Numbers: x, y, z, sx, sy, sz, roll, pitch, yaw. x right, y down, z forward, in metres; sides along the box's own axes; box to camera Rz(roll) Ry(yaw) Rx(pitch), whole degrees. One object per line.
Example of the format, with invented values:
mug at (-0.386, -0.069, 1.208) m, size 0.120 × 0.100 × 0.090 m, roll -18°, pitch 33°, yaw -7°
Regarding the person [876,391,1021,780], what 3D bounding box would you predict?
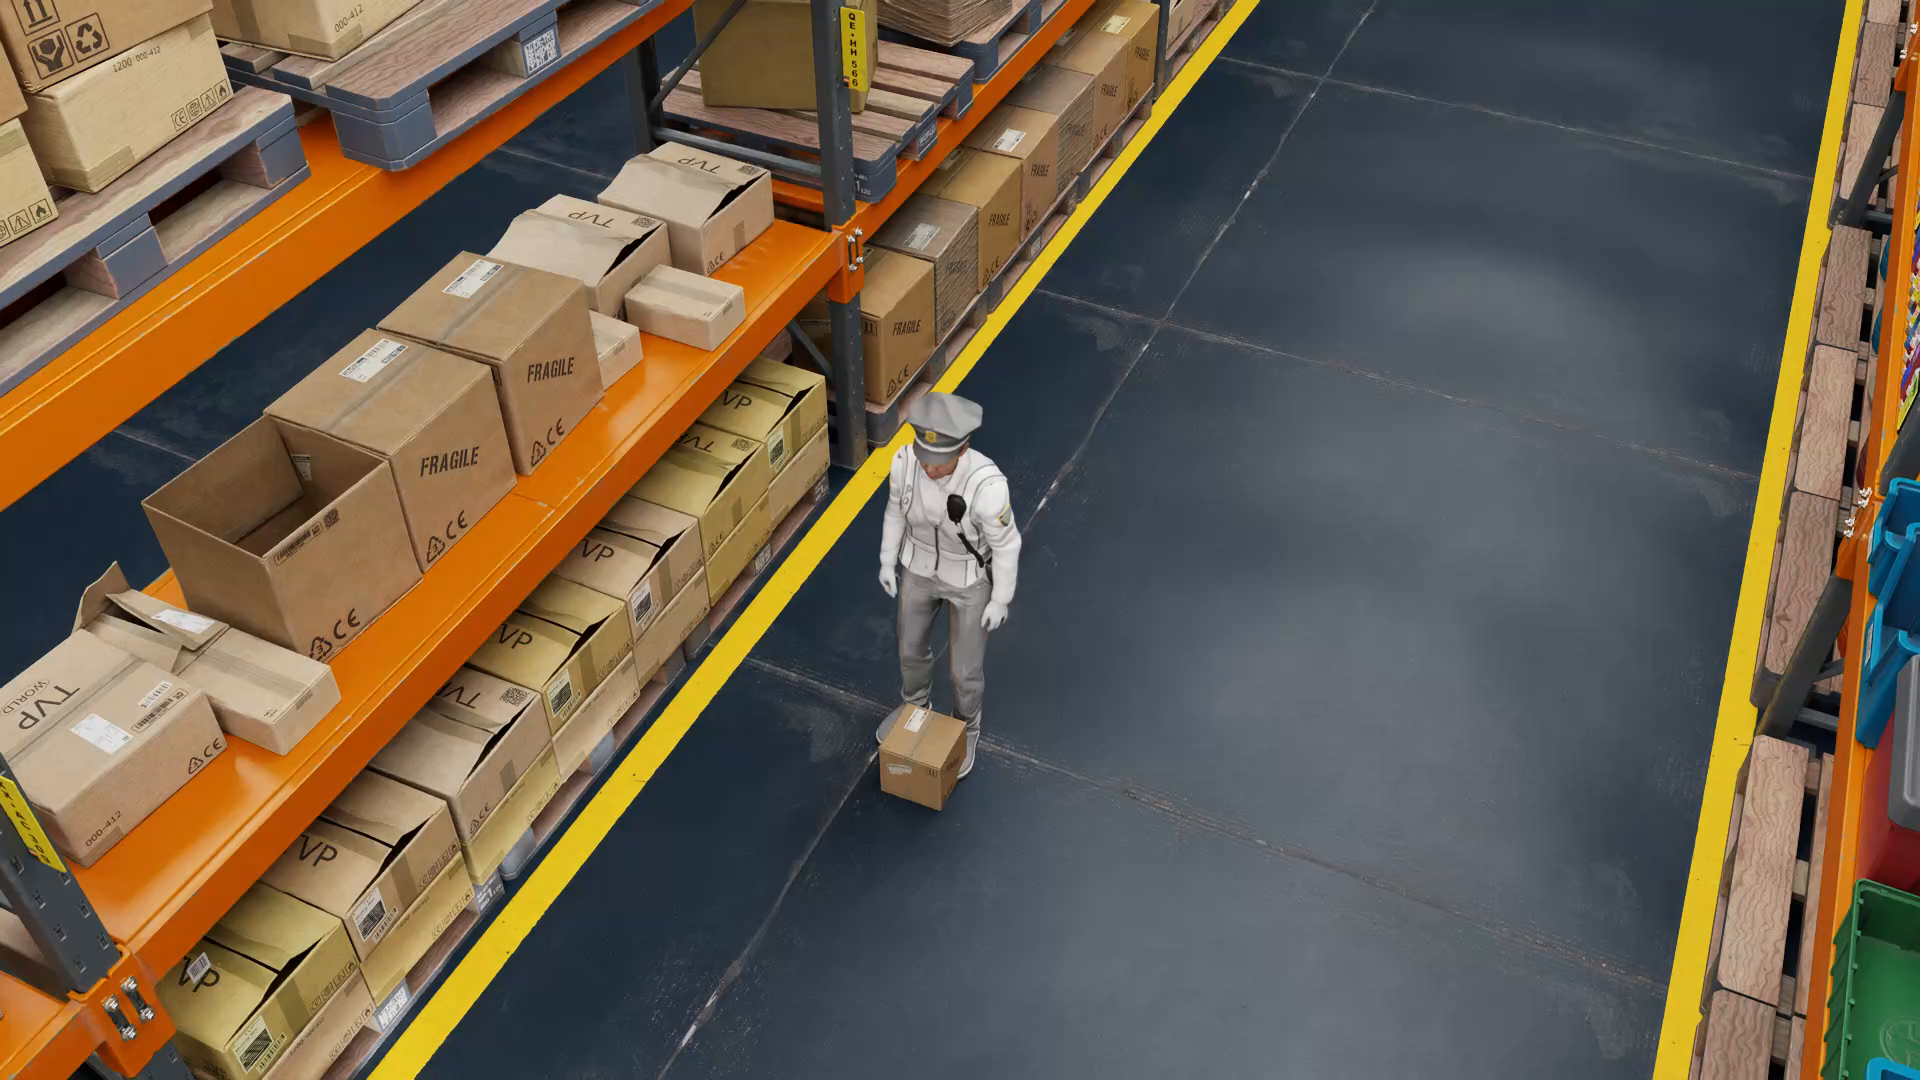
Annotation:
person at (-0.056, 0.157, 5.985) m, size 0.527 × 1.663 × 0.409 m, roll 17°, pitch 45°, yaw 18°
